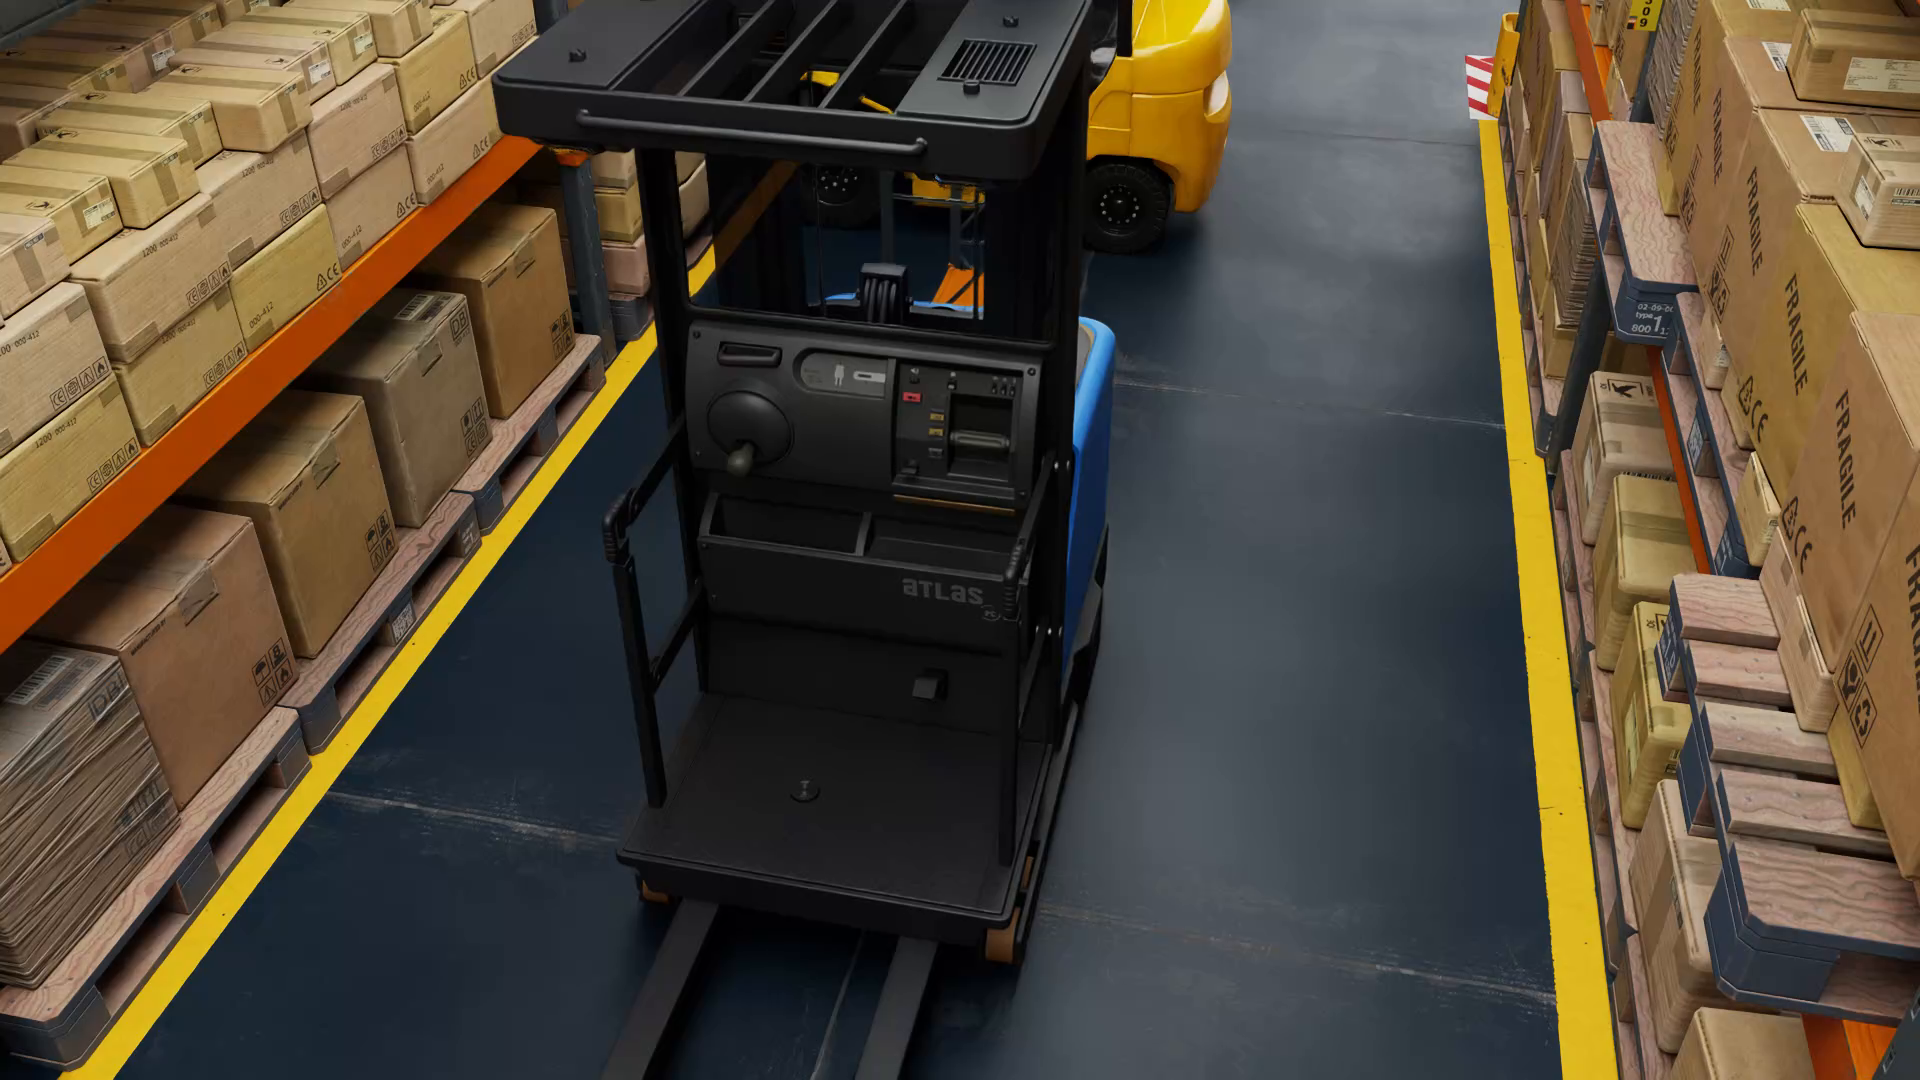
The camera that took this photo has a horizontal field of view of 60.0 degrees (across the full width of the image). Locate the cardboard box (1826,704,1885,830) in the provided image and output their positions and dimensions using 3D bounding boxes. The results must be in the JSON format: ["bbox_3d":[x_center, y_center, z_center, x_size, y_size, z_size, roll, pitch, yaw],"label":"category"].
[{"bbox_3d":[1.802,0.408,2.988,0.380,0.149,0.250,8,37,11],"label":"cardboard box"}]

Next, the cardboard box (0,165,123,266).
[{"bbox_3d":[-2.365,-0.816,4.182,0.380,0.149,0.250,8,37,10],"label":"cardboard box"}]

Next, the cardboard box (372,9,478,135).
[{"bbox_3d":[-1.978,-1.590,5.589,0.500,0.250,0.500,6,36,9],"label":"cardboard box"}]

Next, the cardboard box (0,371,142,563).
[{"bbox_3d":[-2.428,-0.215,4.118,0.500,0.250,0.500,7,36,9],"label":"cardboard box"}]

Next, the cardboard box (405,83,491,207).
[{"bbox_3d":[-1.974,-1.386,5.734,0.500,0.250,0.500,7,37,10],"label":"cardboard box"}]

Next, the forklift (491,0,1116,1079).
[{"bbox_3d":[-0.301,-0.255,4.105,1.130,2.935,3.031,7,37,10],"label":"forklift"}]

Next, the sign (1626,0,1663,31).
[{"bbox_3d":[2.298,-1.851,5.511,0.100,0.325,0.005,7,37,10],"label":"sign"}]

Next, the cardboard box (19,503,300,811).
[{"bbox_3d":[-2.596,0.296,4.951,0.875,0.625,0.625,8,37,11],"label":"cardboard box"}]

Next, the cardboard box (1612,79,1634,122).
[{"bbox_3d":[2.601,-1.558,6.058,0.380,0.149,0.250,7,37,9],"label":"cardboard box"}]

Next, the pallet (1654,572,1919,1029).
[{"bbox_3d":[2.024,0.512,3.151,1.213,0.211,1.003,7,37,10],"label":"pallet"}]

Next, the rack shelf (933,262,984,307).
[{"bbox_3d":[0.098,-0.720,6.272,0.538,0.185,1.000,7,37,10],"label":"rack shelf"}]

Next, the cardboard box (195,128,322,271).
[{"bbox_3d":[-2.219,-1.010,4.790,0.500,0.250,0.500,8,37,11],"label":"cardboard box"}]

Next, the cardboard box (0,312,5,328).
[{"bbox_3d":[-2.433,-0.517,3.769,0.380,0.149,0.250,8,37,11],"label":"cardboard box"}]

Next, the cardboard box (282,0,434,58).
[{"bbox_3d":[-1.944,-1.685,5.381,0.380,0.149,0.250,6,36,9],"label":"cardboard box"}]

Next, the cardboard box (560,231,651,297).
[{"bbox_3d":[-1.593,-1.350,7.541,0.500,0.250,0.500,8,37,10],"label":"cardboard box"}]

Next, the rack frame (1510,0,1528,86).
[{"bbox_3d":[3.684,-3.730,8.841,1.000,3.000,0.127,7,37,10],"label":"rack frame"}]

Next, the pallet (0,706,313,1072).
[{"bbox_3d":[-2.660,0.898,4.831,1.003,0.211,1.213,7,37,10],"label":"pallet"}]

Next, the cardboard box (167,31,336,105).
[{"bbox_3d":[-2.120,-1.400,4.988,0.380,0.149,0.250,8,37,10],"label":"cardboard box"}]

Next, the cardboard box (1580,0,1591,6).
[{"bbox_3d":[2.918,-2.436,7.269,0.380,0.149,0.250,8,37,10],"label":"cardboard box"}]

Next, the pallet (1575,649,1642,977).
[{"bbox_3d":[2.407,0.840,4.911,1.003,0.211,1.213,7,37,10],"label":"pallet"}]

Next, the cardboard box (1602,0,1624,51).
[{"bbox_3d":[2.785,-2.180,6.363,0.500,0.500,0.500,9,37,12],"label":"cardboard box"}]

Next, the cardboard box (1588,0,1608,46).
[{"bbox_3d":[2.815,-2.141,6.862,0.380,0.149,0.250,7,36,9],"label":"cardboard box"}]

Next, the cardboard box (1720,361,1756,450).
[{"bbox_3d":[2.069,-0.328,4.003,0.380,0.149,0.250,6,36,8],"label":"cardboard box"}]

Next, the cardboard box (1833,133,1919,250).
[{"bbox_3d":[2.049,-0.711,3.426,0.380,0.149,0.250,6,36,8],"label":"cardboard box"}]

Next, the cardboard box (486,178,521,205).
[{"bbox_3d":[-2.116,-1.621,7.490,0.500,0.250,0.500,7,36,9],"label":"cardboard box"}]

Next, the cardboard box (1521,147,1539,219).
[{"bbox_3d":[3.021,-1.753,8.098,0.500,0.250,0.500,10,37,13],"label":"cardboard box"}]

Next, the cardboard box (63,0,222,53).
[{"bbox_3d":[-2.580,-1.607,5.273,0.380,0.149,0.250,7,37,10],"label":"cardboard box"}]

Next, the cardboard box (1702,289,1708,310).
[{"bbox_3d":[2.205,-0.630,4.420,0.380,0.149,0.250,8,37,10],"label":"cardboard box"}]

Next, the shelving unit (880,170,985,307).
[{"bbox_3d":[0.096,-0.861,6.160,0.587,1.500,1.083,7,37,10],"label":"shelving unit"}]

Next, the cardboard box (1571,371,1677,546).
[{"bbox_3d":[2.720,-0.242,5.909,0.950,0.372,0.625,8,37,11],"label":"cardboard box"}]

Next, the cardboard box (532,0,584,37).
[{"bbox_3d":[-1.670,-2.319,6.809,0.500,0.500,0.500,6,36,9],"label":"cardboard box"}]

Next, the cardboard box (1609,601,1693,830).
[{"bbox_3d":[2.423,0.569,4.790,0.950,0.372,0.625,8,37,12],"label":"cardboard box"}]

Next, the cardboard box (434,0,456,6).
[{"bbox_3d":[-1.913,-1.986,5.797,0.380,0.149,0.250,7,36,9],"label":"cardboard box"}]

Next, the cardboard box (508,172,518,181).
[{"bbox_3d":[-2.104,-1.825,7.345,0.500,0.250,0.500,8,37,11],"label":"cardboard box"}]

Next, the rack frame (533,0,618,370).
[{"bbox_3d":[-2.020,-2.057,6.532,1.000,3.000,0.127,7,37,10],"label":"rack frame"}]

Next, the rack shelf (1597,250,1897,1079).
[{"bbox_3d":[2.403,0.001,4.306,1.077,0.370,4.000,7,37,10],"label":"rack shelf"}]

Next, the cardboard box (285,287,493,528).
[{"bbox_3d":[-2.294,-0.521,6.079,0.875,0.625,0.625,7,37,9],"label":"cardboard box"}]

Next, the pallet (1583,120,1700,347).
[{"bbox_3d":[2.525,-0.940,5.154,1.003,0.211,1.213,7,37,10],"label":"pallet"}]

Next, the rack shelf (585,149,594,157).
[{"bbox_3d":[-1.593,-2.913,8.326,1.077,0.370,4.000,7,37,10],"label":"rack shelf"}]

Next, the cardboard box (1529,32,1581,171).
[{"bbox_3d":[3.015,-2.062,7.886,0.500,0.500,0.500,8,37,11],"label":"cardboard box"}]

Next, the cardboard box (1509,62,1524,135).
[{"bbox_3d":[3.242,-2.359,8.934,0.500,0.250,0.500,7,37,10],"label":"cardboard box"}]

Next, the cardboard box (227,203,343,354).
[{"bbox_3d":[-2.213,-0.808,4.937,0.500,0.250,0.500,8,37,11],"label":"cardboard box"}]

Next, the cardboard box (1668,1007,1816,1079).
[{"bbox_3d":[2.106,1.427,3.606,0.950,0.372,0.625,5,36,7],"label":"cardboard box"}]

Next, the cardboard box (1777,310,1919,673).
[{"bbox_3d":[1.901,-0.068,3.091,0.500,0.500,0.500,7,36,9],"label":"cardboard box"}]

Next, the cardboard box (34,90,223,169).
[{"bbox_3d":[-2.292,-1.115,4.595,0.380,0.149,0.250,7,37,10],"label":"cardboard box"}]

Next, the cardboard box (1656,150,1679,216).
[{"bbox_3d":[2.341,-1.086,5.049,0.380,0.149,0.250,8,37,11],"label":"cardboard box"}]

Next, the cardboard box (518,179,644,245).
[{"bbox_3d":[-1.615,-1.555,7.399,0.500,0.250,0.500,7,37,10],"label":"cardboard box"}]

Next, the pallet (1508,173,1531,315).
[{"bbox_3d":[3.197,-1.399,8.001,1.003,0.211,1.213,7,37,10],"label":"pallet"}]

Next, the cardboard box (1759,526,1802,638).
[{"bbox_3d":[1.874,0.114,3.393,0.380,0.149,0.250,6,36,8],"label":"cardboard box"}]

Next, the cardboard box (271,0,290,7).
[{"bbox_3d":[-2.467,-1.895,5.671,0.380,0.149,0.250,7,37,10],"label":"cardboard box"}]

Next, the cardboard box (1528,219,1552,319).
[{"bbox_3d":[2.798,-1.173,7.298,0.500,0.250,0.500,6,36,9],"label":"cardboard box"}]

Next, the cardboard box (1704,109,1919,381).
[{"bbox_3d":[2.125,-0.670,3.923,0.500,0.500,0.500,6,36,8],"label":"cardboard box"}]

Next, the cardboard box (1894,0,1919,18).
[{"bbox_3d":[2.851,-1.190,4.639,0.500,0.500,0.500,8,37,10],"label":"cardboard box"}]

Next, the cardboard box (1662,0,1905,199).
[{"bbox_3d":[2.343,-1.248,4.719,0.500,0.500,0.500,7,37,10],"label":"cardboard box"}]

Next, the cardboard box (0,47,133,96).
[{"bbox_3d":[-2.676,-1.318,4.874,0.380,0.149,0.250,8,37,10],"label":"cardboard box"}]

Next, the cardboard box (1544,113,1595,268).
[{"bbox_3d":[2.801,-1.462,7.058,0.500,0.500,0.500,8,37,11],"label":"cardboard box"}]

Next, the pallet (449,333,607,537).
[{"bbox_3d":[-2.139,-0.501,6.761,1.003,0.211,1.213,7,37,10],"label":"pallet"}]

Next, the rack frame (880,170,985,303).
[{"bbox_3d":[-0.012,-0.575,5.765,0.500,1.500,0.032,7,37,10],"label":"rack frame"}]

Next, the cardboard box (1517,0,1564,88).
[{"bbox_3d":[3.237,-2.649,8.695,0.500,0.500,0.500,6,36,8],"label":"cardboard box"}]

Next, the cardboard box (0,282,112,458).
[{"bbox_3d":[-2.433,-0.416,3.970,0.500,0.250,0.500,8,37,11],"label":"cardboard box"}]
